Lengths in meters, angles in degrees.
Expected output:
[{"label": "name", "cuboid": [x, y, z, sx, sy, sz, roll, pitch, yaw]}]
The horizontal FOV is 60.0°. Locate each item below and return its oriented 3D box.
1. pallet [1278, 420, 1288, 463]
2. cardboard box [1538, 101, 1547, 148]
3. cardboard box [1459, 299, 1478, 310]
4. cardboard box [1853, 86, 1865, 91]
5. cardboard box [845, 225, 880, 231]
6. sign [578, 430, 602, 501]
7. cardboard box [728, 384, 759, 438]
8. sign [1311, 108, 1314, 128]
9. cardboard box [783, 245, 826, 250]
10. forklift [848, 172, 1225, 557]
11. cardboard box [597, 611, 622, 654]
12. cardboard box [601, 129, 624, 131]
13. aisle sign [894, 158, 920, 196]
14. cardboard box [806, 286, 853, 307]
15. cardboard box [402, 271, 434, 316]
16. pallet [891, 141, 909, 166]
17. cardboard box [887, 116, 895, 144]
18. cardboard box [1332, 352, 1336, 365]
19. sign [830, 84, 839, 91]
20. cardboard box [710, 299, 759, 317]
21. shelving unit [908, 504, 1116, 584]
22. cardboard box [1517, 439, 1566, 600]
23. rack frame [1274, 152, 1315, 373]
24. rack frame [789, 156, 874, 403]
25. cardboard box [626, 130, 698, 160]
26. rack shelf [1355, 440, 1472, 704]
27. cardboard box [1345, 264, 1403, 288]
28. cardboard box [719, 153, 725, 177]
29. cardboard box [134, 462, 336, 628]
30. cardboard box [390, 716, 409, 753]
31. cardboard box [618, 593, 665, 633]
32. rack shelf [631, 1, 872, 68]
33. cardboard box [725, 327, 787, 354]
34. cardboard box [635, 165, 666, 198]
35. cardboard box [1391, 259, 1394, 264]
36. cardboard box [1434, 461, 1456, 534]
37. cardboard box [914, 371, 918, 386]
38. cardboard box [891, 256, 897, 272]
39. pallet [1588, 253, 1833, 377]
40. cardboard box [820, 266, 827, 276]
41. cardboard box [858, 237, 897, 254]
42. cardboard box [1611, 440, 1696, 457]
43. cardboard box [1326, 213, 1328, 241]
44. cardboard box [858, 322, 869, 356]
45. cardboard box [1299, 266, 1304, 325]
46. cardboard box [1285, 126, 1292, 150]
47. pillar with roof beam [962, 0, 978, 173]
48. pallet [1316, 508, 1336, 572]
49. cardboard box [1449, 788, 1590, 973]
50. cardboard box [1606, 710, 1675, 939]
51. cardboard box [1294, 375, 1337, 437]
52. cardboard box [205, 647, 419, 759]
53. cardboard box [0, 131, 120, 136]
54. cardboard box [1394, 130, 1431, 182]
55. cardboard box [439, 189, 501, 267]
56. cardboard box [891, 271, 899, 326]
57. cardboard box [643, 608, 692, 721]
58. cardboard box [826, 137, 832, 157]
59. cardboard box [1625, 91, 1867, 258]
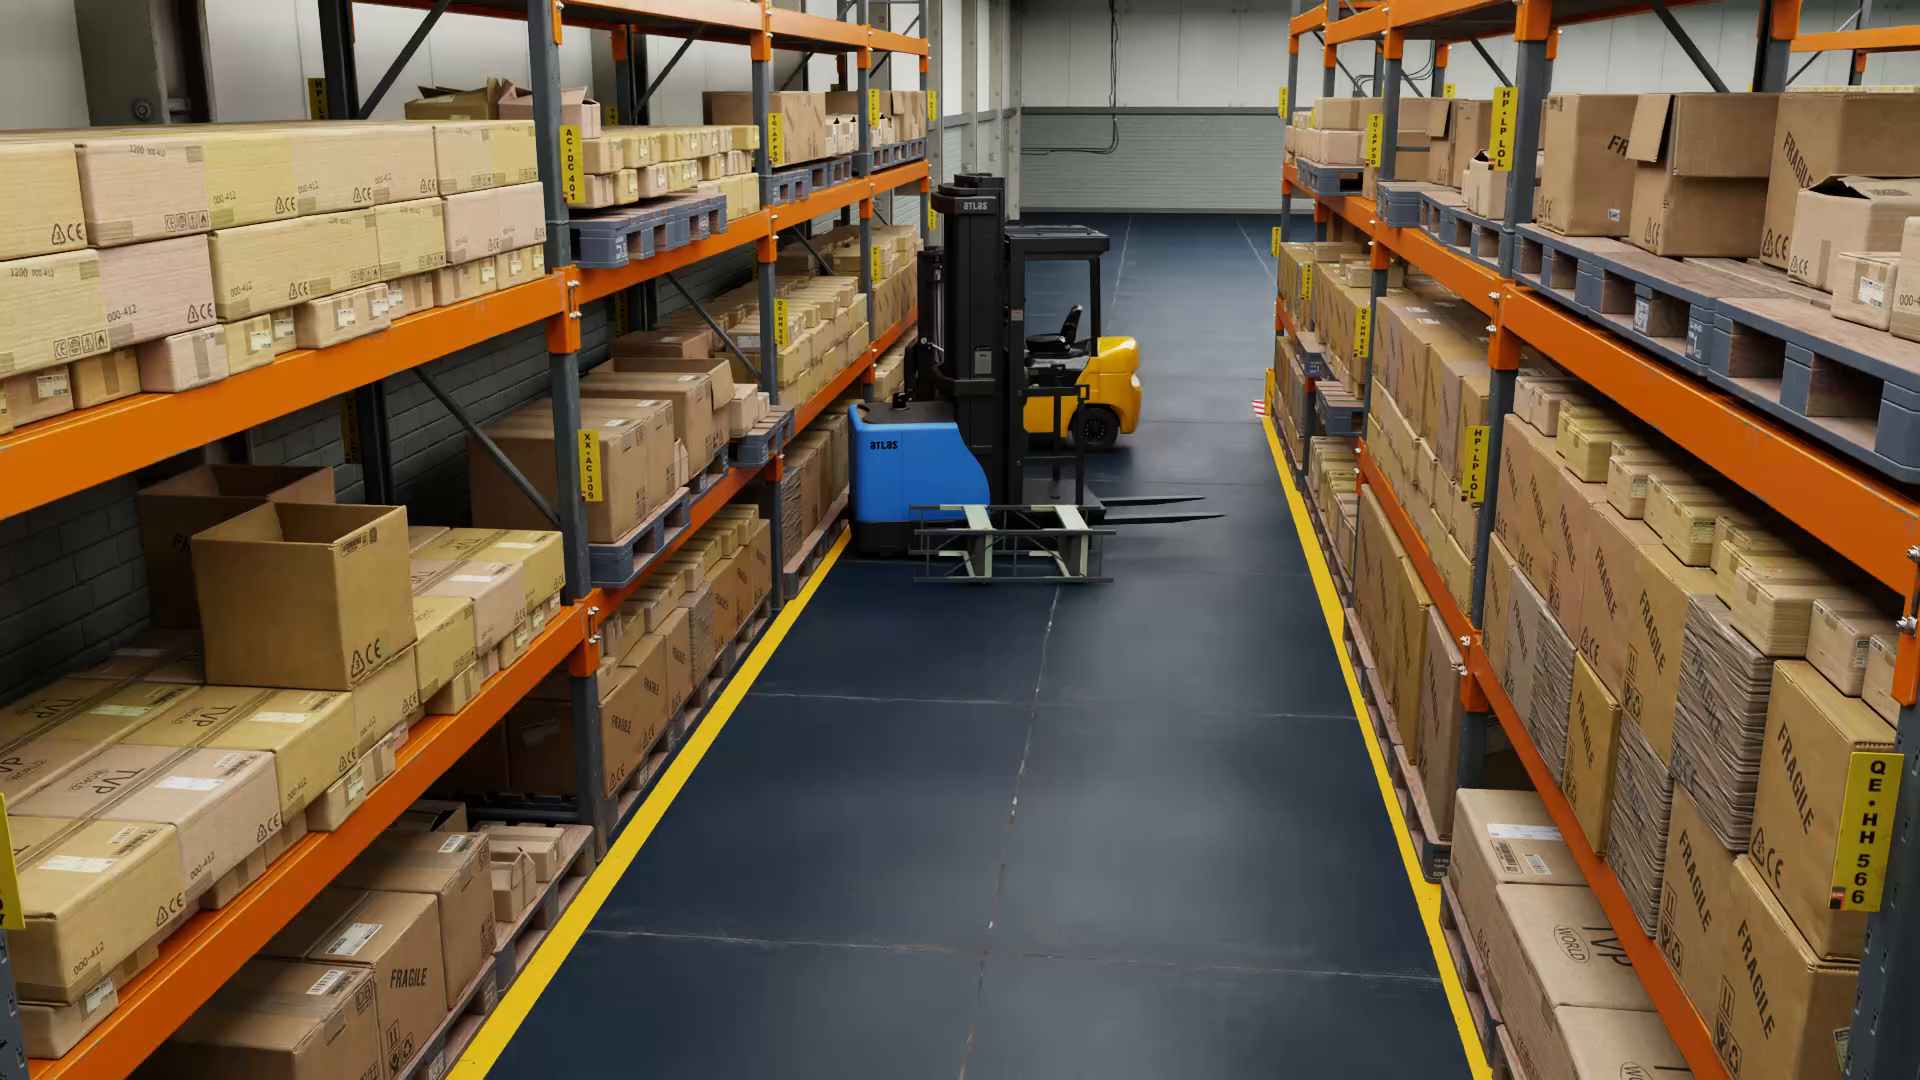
[{"label": "pallet", "cuboid": [3.800, -1.006, 16.980, 1.003, 0.211, 1.213, 2, 15, 6]}, {"label": "cardboard box", "cuboid": [3.262, -2.056, 8.776, 0.500, 0.500, 0.500, 2, 15, 7]}, {"label": "cardboard box", "cuboid": [3.375, -1.212, 10.290, 0.500, 0.500, 0.500, 1, 15, 5]}, {"label": "cardboard box", "cuboid": [8.392, -4.070, 15.179, 0.380, 0.149, 0.250, 2, 15, 6]}, {"label": "cardboard box", "cuboid": [-1.107, -3.467, 18.733, 0.380, 0.149, 0.250, 1, 15, 5]}, {"label": "sign", "cuboid": [-1.671, -0.334, 7.493, 0.100, 0.325, 0.005, 2, 15, 6]}, {"label": "cardboard box", "cuboid": [-1.557, -0.815, 10.412, 0.500, 0.250, 0.500, 1, 15, 4]}, {"label": "sign", "cuboid": [3.084, -3.572, 14.387, 0.100, 0.325, 0.005, 2, 15, 6]}, {"label": "cardboard box", "cuboid": [-1.520, -2.802, 16.272, 0.380, 0.149, 0.250, 1, 15, 5]}, {"label": "forklift", "cuboid": [0.620, -1.436, 13.357, 3.031, 2.935, 1.130, -2, 15, -7]}, {"label": "cardboard box", "cuboid": [-1.924, 0.463, 8.376, 0.380, 0.149, 0.250, 1, 15, 4]}, {"label": "cardboard box", "cuboid": [-2.181, -2.327, 9.730, 0.380, 0.149, 0.250, 2, 15, 6]}, {"label": "aisle sign", "cuboid": [-0.557, -4.306, 18.860, 0.394, 0.787, 0.004, 2, 15, 6]}, {"label": "cardboard box", "cuboid": [-1.115, -2.070, 14.137, 0.380, 0.149, 0.250, 1, 15, 5]}, {"label": "cardboard box", "cuboid": [-2.119, -0.890, 5.943, 0.380, 0.149, 0.250, 2, 15, 8]}, {"label": "pallet", "cuboid": [-1.097, -3.948, 16.939, 1.003, 0.211, 1.213, 2, 15, 6]}, {"label": "cardboard box", "cuboid": [-0.839, -4.015, 16.280, 0.396, 0.266, 0.258, 1, 15, 5]}, {"label": "cardboard box", "cuboid": [3.072, -1.400, 12.770, 0.380, 0.149, 0.250, 1, 15, 4]}, {"label": "sign", "cuboid": [-1.407, -4.969, 18.718, 0.100, 0.325, 0.005, 2, 15, 6]}, {"label": "cardboard box", "cuboid": [-1.770, -1.818, 13.206, 0.380, 0.149, 0.250, 2, 15, 8]}, {"label": "shelving unit", "cuboid": [0.376, 0.021, 12.689, 1.500, 0.431, 0.755, 0, 16, -5]}, {"label": "cardboard box", "cuboid": [2.364, -0.069, 6.063, 0.500, 0.500, 0.500, 1, 15, 6]}, {"label": "rack frame", "cuboid": [4.076, -2.897, 18.631, 1.000, 3.000, 0.127, 2, 15, 6]}, {"label": "rack frame", "cuboid": [-1.308, -2.005, 15.331, 1.000, 3.000, 0.127, 2, 15, 6]}, {"label": "cardboard box", "cuboid": [-1.626, -2.117, 8.915, 0.380, 0.149, 0.250, 2, 15, 7]}, {"label": "rack shelf", "cuboid": [2.947, 0.043, 9.133, 1.077, 0.370, 4.000, 2, 15, 6]}, {"label": "cardboard box", "cuboid": [3.077, -1.963, 12.366, 0.380, 0.149, 0.250, 1, 15, 4]}, {"label": "cardboard box", "cuboid": [-1.664, -2.303, 10.209, 0.380, 0.149, 0.250, 2, 15, 8]}, {"label": "cardboard box", "cuboid": [-2.643, 0.015, 6.141, 0.500, 0.500, 0.500, 1, 15, 5]}, {"label": "cardboard box", "cuboid": [-2.187, 0.681, 5.879, 0.380, 0.149, 0.250, 2, 15, 6]}, {"label": "cardboard box", "cuboid": [-1.851, 0.399, 9.181, 0.380, 0.149, 0.250, 2, 15, 6]}, {"label": "rack shelf", "cuboid": [-1.534, -3.842, 12.776, 1.077, 0.370, 4.000, 2, 15, 6]}, {"label": "cardboard box", "cuboid": [-1.431, -1.403, 11.671, 0.380, 0.149, 0.250, 2, 15, 8]}, {"label": "cardboard box", "cuboid": [-1.673, -1.772, 8.206, 0.380, 0.149, 0.250, 2, 15, 7]}, {"label": "cardboard box", "cuboid": [3.800, -2.128, 14.219, 0.500, 0.500, 0.500, 1, 15, 5]}, {"label": "cardboard box", "cuboid": [2.579, -0.205, 8.005, 0.500, 0.250, 0.500, 2, 15, 8]}, {"label": "cardboard box", "cuboid": [-0.706, -1.760, 17.929, 0.500, 0.250, 0.500, 1, 15, 5]}, {"label": "cardboard box", "cuboid": [-0.838, -2.773, 16.735, 0.380, 0.149, 0.250, 1, 15, 4]}, {"label": "pallet", "cuboid": [2.479, -0.663, 4.790, 1.003, 0.211, 1.213, 2, 15, 6]}, {"label": "cardboard box", "cuboid": [-1.495, -2.592, 16.067, 0.380, 0.149, 0.250, 2, 15, 8]}, {"label": "cardboard box", "cuboid": [-0.855, -3.051, 17.193, 0.380, 0.149, 0.250, 2, 15, 7]}, {"label": "cardboard box", "cuboid": [2.334, -0.222, 5.388, 0.380, 0.149, 0.250, 2, 15, 6]}, {"label": "cardboard box", "cuboid": [4.171, -3.302, 17.450, 0.700, 0.500, 0.500, 2, 15, 7]}, {"label": "cardboard box", "cuboid": [-1.105, -1.794, 14.839, 0.500, 0.250, 0.500, 2, 15, 8]}, {"label": "cardboard box", "cuboid": [3.479, -2.308, 15.690, 0.500, 0.500, 0.500, 2, 15, 8]}, {"label": "cardboard box", "cuboid": [3.754, -4.294, 17.767, 0.500, 0.250, 0.500, 1, 15, 5]}, {"label": "pillar with roof beam", "cuboid": [4.478, -10.326, 34.611, 9.100, 9.000, 0.400, 2, 15, 6]}, {"label": "pallet", "cuboid": [3.403, 0.005, 13.238, 1.003, 0.211, 1.213, 2, 15, 6]}, {"label": "cardboard box", "cuboid": [2.544, 1.409, 6.810, 0.875, 0.438, 0.875, 1, 15, 5]}, {"label": "cardboard box", "cuboid": [2.182, 0.808, 4.737, 0.500, 0.500, 0.500, 2, 15, 8]}, {"label": "cardboard box", "cuboid": [3.425, -1.259, 15.597, 0.500, 0.500, 0.500, 1, 15, 5]}, {"label": "cardboard box", "cuboid": [-2.196, 0.531, 5.671, 0.500, 0.250, 0.500, 1, 15, 5]}, {"label": "cardboard box", "cuboid": [-2.782, -1.046, 4.796, 0.500, 0.250, 0.500, 2, 15, 7]}, {"label": "cardboard box", "cuboid": [3.290, -2.564, 11.461, 0.700, 0.500, 0.500, 2, 15, 6]}, {"label": "cardboard box", "cuboid": [-2.064, -1.182, 6.258, 0.500, 0.250, 0.500, 1, 15, 4]}, {"label": "cardboard box", "cuboid": [-0.900, -2.428, 16.703, 0.500, 0.500, 0.500, 2, 15, 6]}, {"label": "cardboard box", "cuboid": [-1.822, 0.687, 9.359, 0.500, 0.500, 0.500, 1, 15, 5]}, {"label": "cardboard box", "cuboid": [-1.217, -3.089, 13.077, 0.380, 0.149, 0.250, 2, 15, 6]}, {"label": "cardboard box", "cuboid": [2.602, -1.183, 5.351, 0.797, 0.503, 0.637, 3, 15, 11]}]
